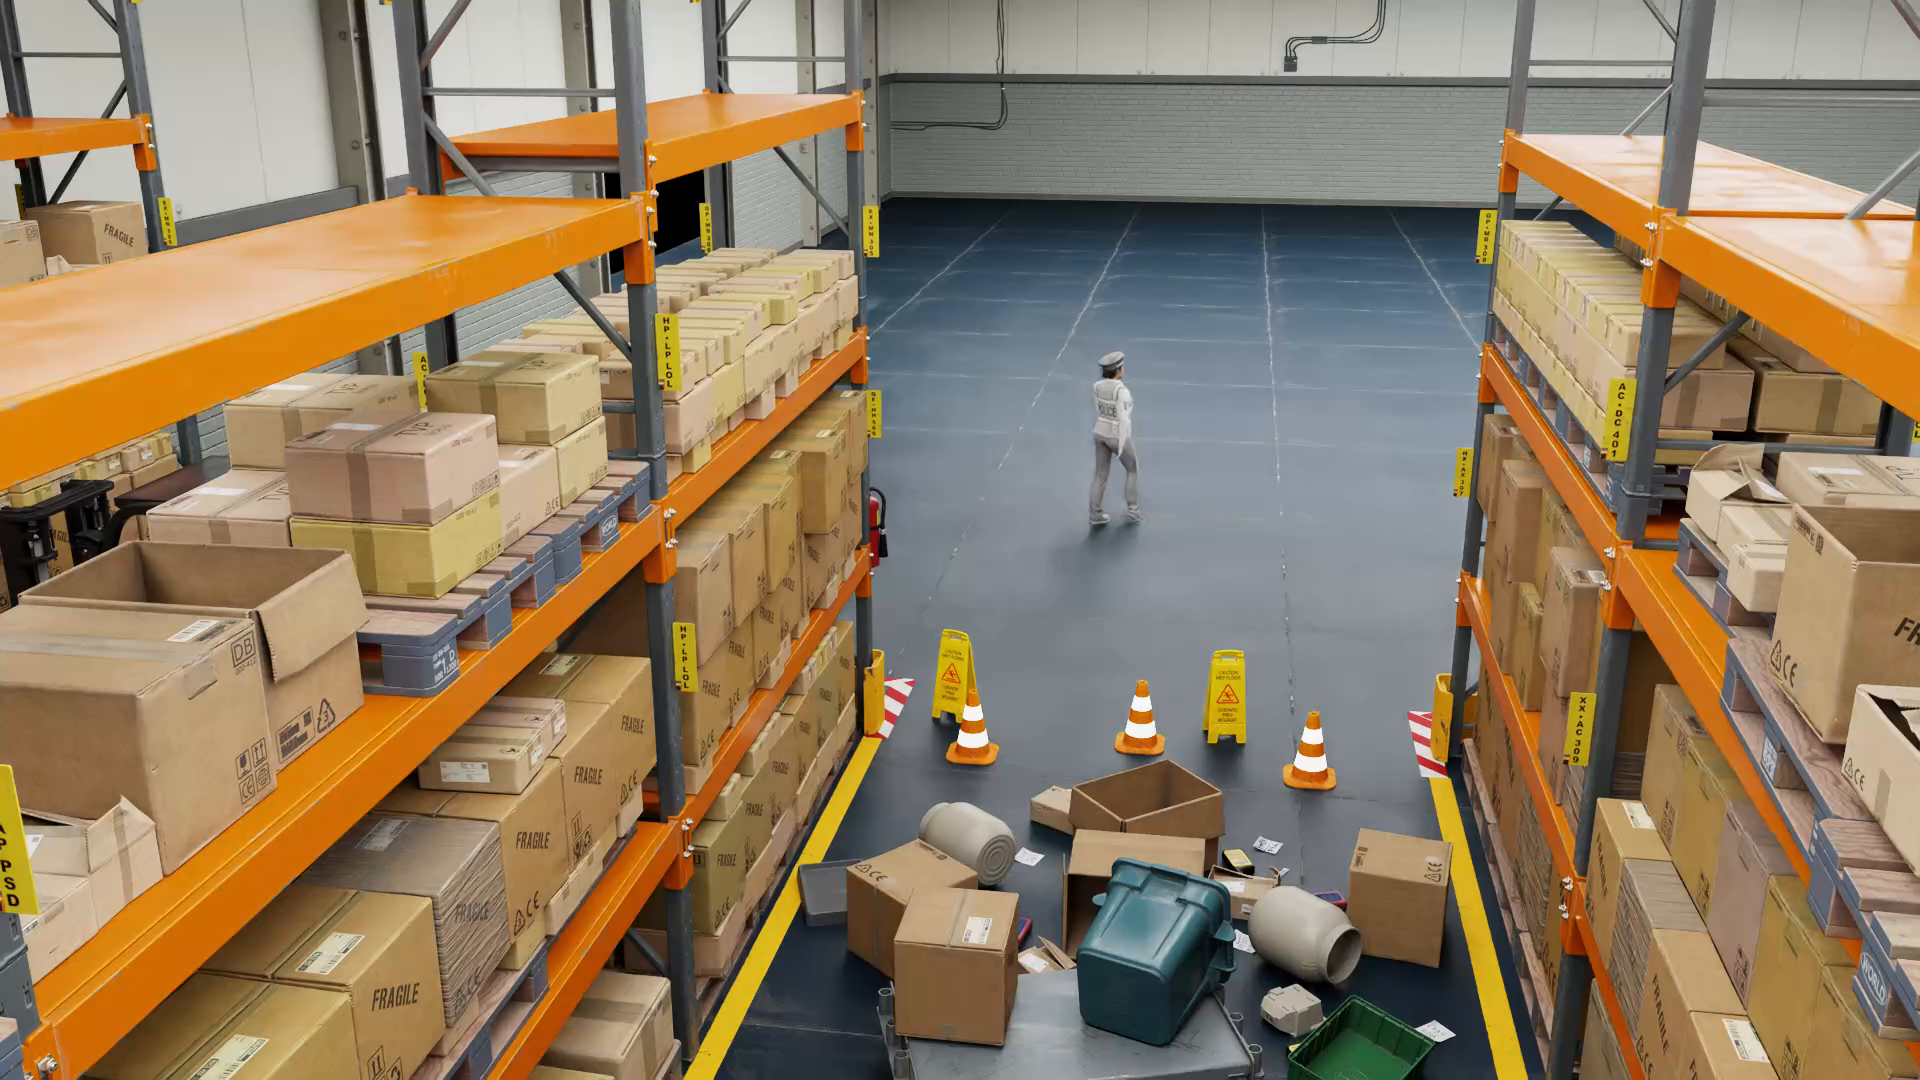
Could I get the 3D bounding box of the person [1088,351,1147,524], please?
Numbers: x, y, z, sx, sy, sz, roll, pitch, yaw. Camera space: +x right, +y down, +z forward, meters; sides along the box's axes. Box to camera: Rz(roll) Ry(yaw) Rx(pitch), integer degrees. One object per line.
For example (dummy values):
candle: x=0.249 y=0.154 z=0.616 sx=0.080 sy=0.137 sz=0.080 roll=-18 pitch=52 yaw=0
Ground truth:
person: x=1.504 y=-0.958 z=16.001 sx=0.649 sy=1.744 sz=0.502 roll=-16 pitch=24 yaw=-41
